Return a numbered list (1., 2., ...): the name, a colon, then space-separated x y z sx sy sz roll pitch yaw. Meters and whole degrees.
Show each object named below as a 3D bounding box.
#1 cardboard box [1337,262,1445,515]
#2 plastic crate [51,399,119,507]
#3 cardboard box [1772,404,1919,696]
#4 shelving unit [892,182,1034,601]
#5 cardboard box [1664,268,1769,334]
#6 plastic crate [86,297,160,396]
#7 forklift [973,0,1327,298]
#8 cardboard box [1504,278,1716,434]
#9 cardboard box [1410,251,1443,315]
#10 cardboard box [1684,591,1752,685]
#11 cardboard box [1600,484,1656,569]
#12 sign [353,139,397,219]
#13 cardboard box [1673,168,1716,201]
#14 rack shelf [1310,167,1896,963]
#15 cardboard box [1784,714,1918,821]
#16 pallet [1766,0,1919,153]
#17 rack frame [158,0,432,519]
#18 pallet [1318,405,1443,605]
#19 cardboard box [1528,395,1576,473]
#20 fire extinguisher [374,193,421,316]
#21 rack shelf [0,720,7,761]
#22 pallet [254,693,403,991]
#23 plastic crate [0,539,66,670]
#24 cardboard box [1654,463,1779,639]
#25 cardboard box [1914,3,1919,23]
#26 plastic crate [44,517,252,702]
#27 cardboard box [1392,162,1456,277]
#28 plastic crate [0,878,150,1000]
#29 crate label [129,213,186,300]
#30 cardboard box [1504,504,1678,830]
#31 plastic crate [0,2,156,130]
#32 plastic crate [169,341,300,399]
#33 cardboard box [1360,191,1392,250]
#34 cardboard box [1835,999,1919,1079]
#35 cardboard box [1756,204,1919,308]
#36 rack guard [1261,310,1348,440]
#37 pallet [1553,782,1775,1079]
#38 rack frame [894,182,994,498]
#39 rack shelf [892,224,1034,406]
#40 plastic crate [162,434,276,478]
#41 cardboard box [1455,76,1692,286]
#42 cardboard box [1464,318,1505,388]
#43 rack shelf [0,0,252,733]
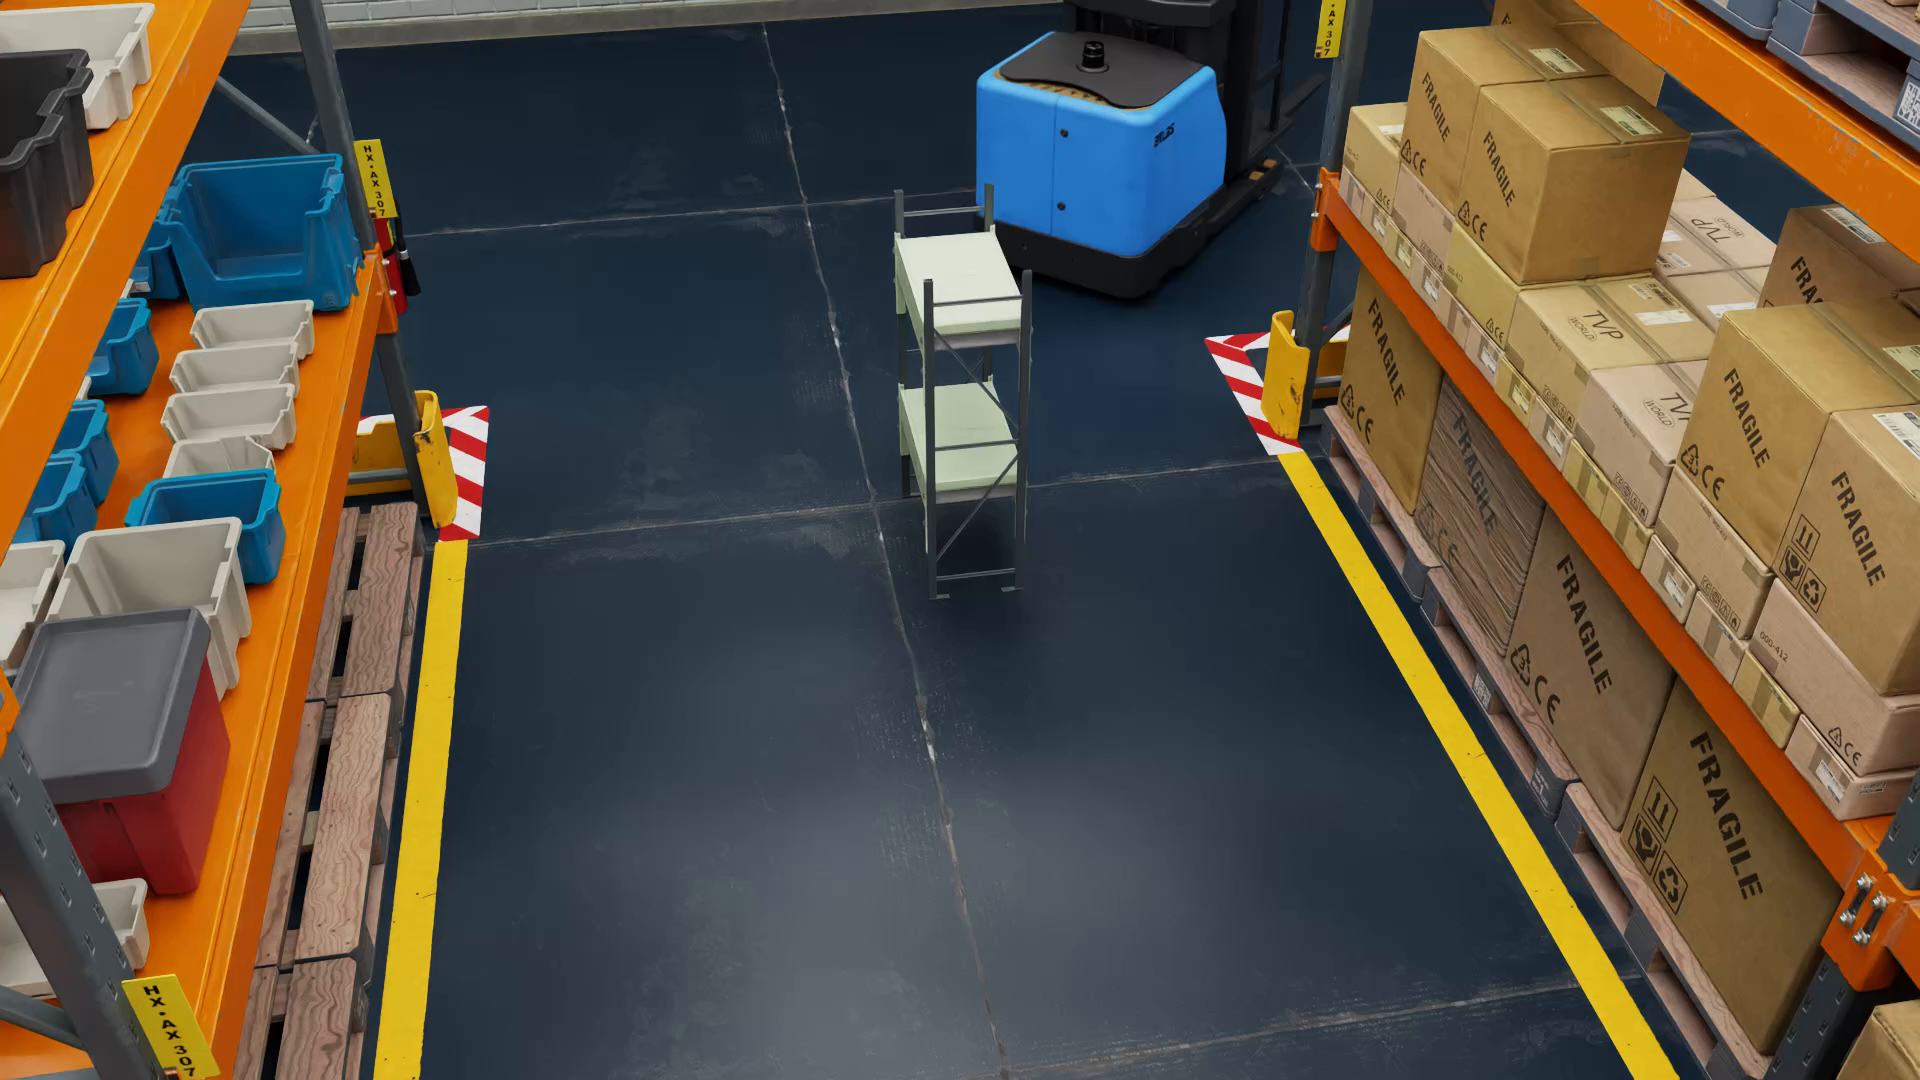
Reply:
1. cardboard box: 2.251 -0.753 7.163 0.875 0.875 0.875 -6 38 -8
2. plastic crate: -2.867 -0.249 5.213 0.416 0.233 0.300 -6 38 -8
3. cardboard box: 2.417 0.009 4.062 0.500 0.500 0.500 -5 38 -7
4. shelving unit: 0.001 -0.588 6.785 0.431 1.500 0.755 -6 38 -8
5. cardboard box: 2.679 -0.670 5.547 0.500 0.250 0.500 -6 38 -8
6. plastic crate: -2.982 -0.646 5.725 0.416 0.233 0.300 -6 38 -8
7. forklift: 1.282 -3.308 9.120 1.130 2.935 3.031 21 43 25
8. cardboard box: 2.157 -0.611 5.472 0.500 0.250 0.500 -7 38 -9
9. cardboard box: 1.936 -0.988 6.281 0.380 0.149 0.250 -7 38 -9
10. cardboard box: 2.295 0.252 4.685 0.380 0.149 0.250 -7 38 -9
11. cardboard box: 2.204 -0.059 5.086 0.380 0.149 0.250 -6 38 -7
12. sign: -2.278 -1.404 6.480 0.100 0.325 0.005 -6 38 -8
13. cardboard box: 2.494 -1.291 6.347 0.500 0.250 0.500 -7 38 -9
14. rack shelf: 2.410 -0.312 5.793 1.077 0.370 4.000 -6 38 -8
15. cardboard box: 2.385 0.562 4.286 0.380 0.149 0.250 -6 38 -8
16. pallet: 2.628 -1.033 3.762 1.003 0.211 1.213 -6 38 -8
17. rack frame: -2.817 -1.271 6.441 1.000 3.000 0.127 -6 38 -8
18. pallet: 2.277 -0.228 7.372 1.003 0.211 1.213 -6 38 -8
19. cardboard box: 2.116 -0.368 5.483 0.380 0.149 0.250 -6 38 -7
20. fire extinguisher: -2.396 -1.233 6.759 0.296 0.674 0.183 -6 38 -8
21. rack shelf: -1.765 1.452 1.077 1.077 0.370 4.000 -6 38 -8
22. pallet: -2.500 1.068 5.704 1.003 0.211 1.213 -6 38 -8
23. plastic crate: -2.716 0.206 4.706 0.293 0.136 0.466 -6 38 -8
24. cardboard box: 2.332 0.003 4.681 0.500 0.250 0.500 -5 38 -7
25. cardboard box: 2.565 -1.283 3.507 0.700 0.500 0.500 -8 39 -11
26. plastic crate: -2.202 0.226 4.562 0.437 0.282 0.530 -6 38 -8
27. cardboard box: 1.976 -1.230 6.268 0.500 0.250 0.500 -7 38 -9
28. plastic crate: -2.056 0.929 3.775 0.396 0.136 0.243 -6 38 -8
29. crate label: -3.097 -1.044 6.237 0.416 0.233 0.303 -6 38 -8
30. cardboard box: 2.566 0.335 5.764 0.875 0.875 0.875 -6 38 -8
31. plastic crate: -2.210 -1.130 4.030 0.437 0.136 0.530 -6 38 -8
32. plastic crate: -2.459 -0.541 5.667 0.396 0.136 0.243 -6 38 -8
33. cardboard box: 1.843 -1.300 6.683 0.380 0.149 0.250 -7 38 -9
34. cardboard box: 2.893 1.670 4.045 1.225 0.875 0.875 -6 38 -8
35. cardboard box: 2.754 -0.671 4.937 0.500 0.500 0.500 -7 38 -9
36. rack guard: 2.056 -0.831 7.912 1.175 0.500 0.348 -6 38 -8
37. pallet: 2.705 1.246 5.475 1.003 0.211 1.213 -6 38 -8
38. rack frame: -0.063 -0.809 7.069 0.400 1.500 0.023 -6 38 -8
39. rack shelf: 0.001 -0.896 6.545 0.431 0.370 0.720 -6 38 -8
40. plastic crate: -2.316 -0.199 5.227 0.298 0.136 0.250 -6 38 -8
41. cardboard box: 2.062 -1.225 5.650 0.500 0.500 0.500 -7 38 -9
42. cardboard box: 2.025 -0.678 5.883 0.380 0.149 0.250 -7 38 -8
43. rack shelf: -2.466 -0.964 4.187 1.077 0.370 4.000 -6 38 -8
